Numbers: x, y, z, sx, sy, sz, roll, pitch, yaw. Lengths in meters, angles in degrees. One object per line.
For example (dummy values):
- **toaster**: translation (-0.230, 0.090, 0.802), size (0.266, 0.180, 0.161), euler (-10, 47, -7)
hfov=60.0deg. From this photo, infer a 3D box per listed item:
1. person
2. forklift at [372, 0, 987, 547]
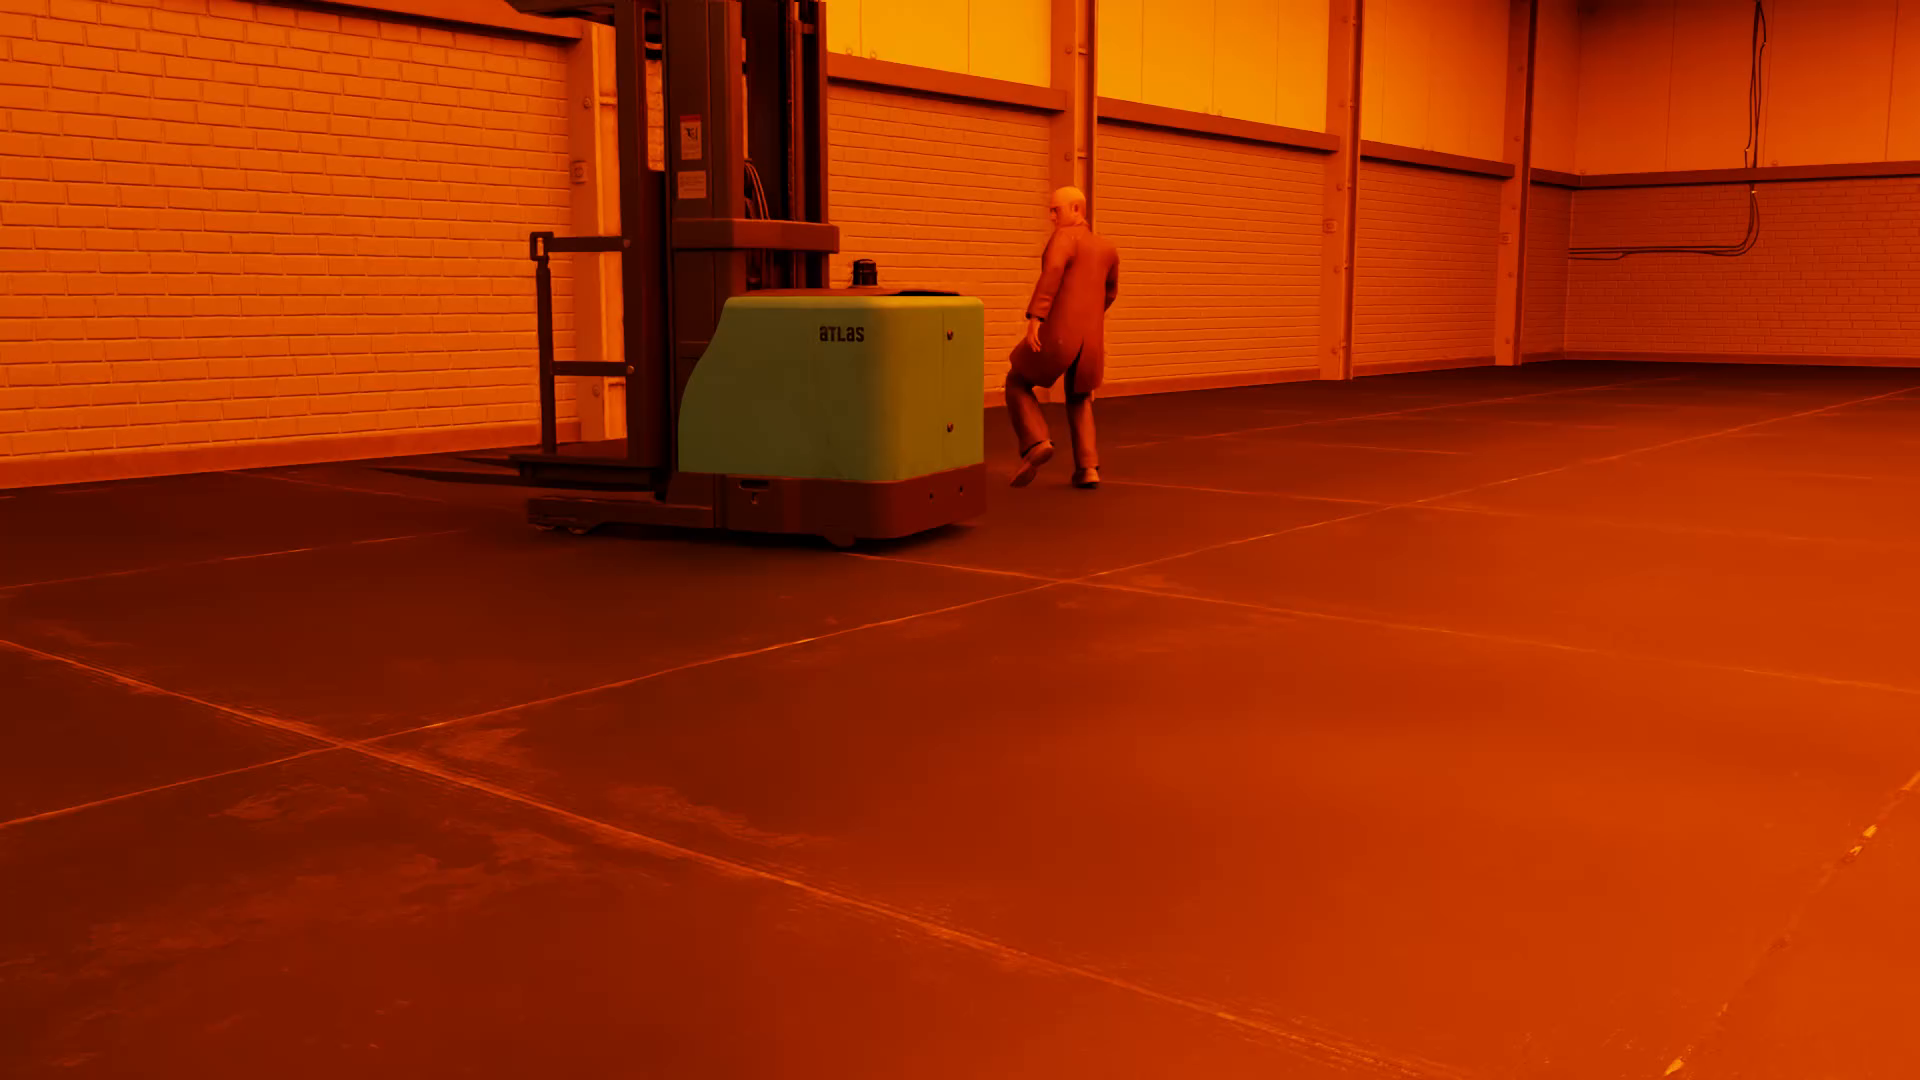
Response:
- **person**: translation (0.580, -1.136, 9.391), size (0.823, 1.690, 0.696), euler (-5, 10, -29)
- **forklift**: translation (-1.432, -1.539, 7.802), size (3.031, 2.935, 1.130), euler (4, 9, 25)
